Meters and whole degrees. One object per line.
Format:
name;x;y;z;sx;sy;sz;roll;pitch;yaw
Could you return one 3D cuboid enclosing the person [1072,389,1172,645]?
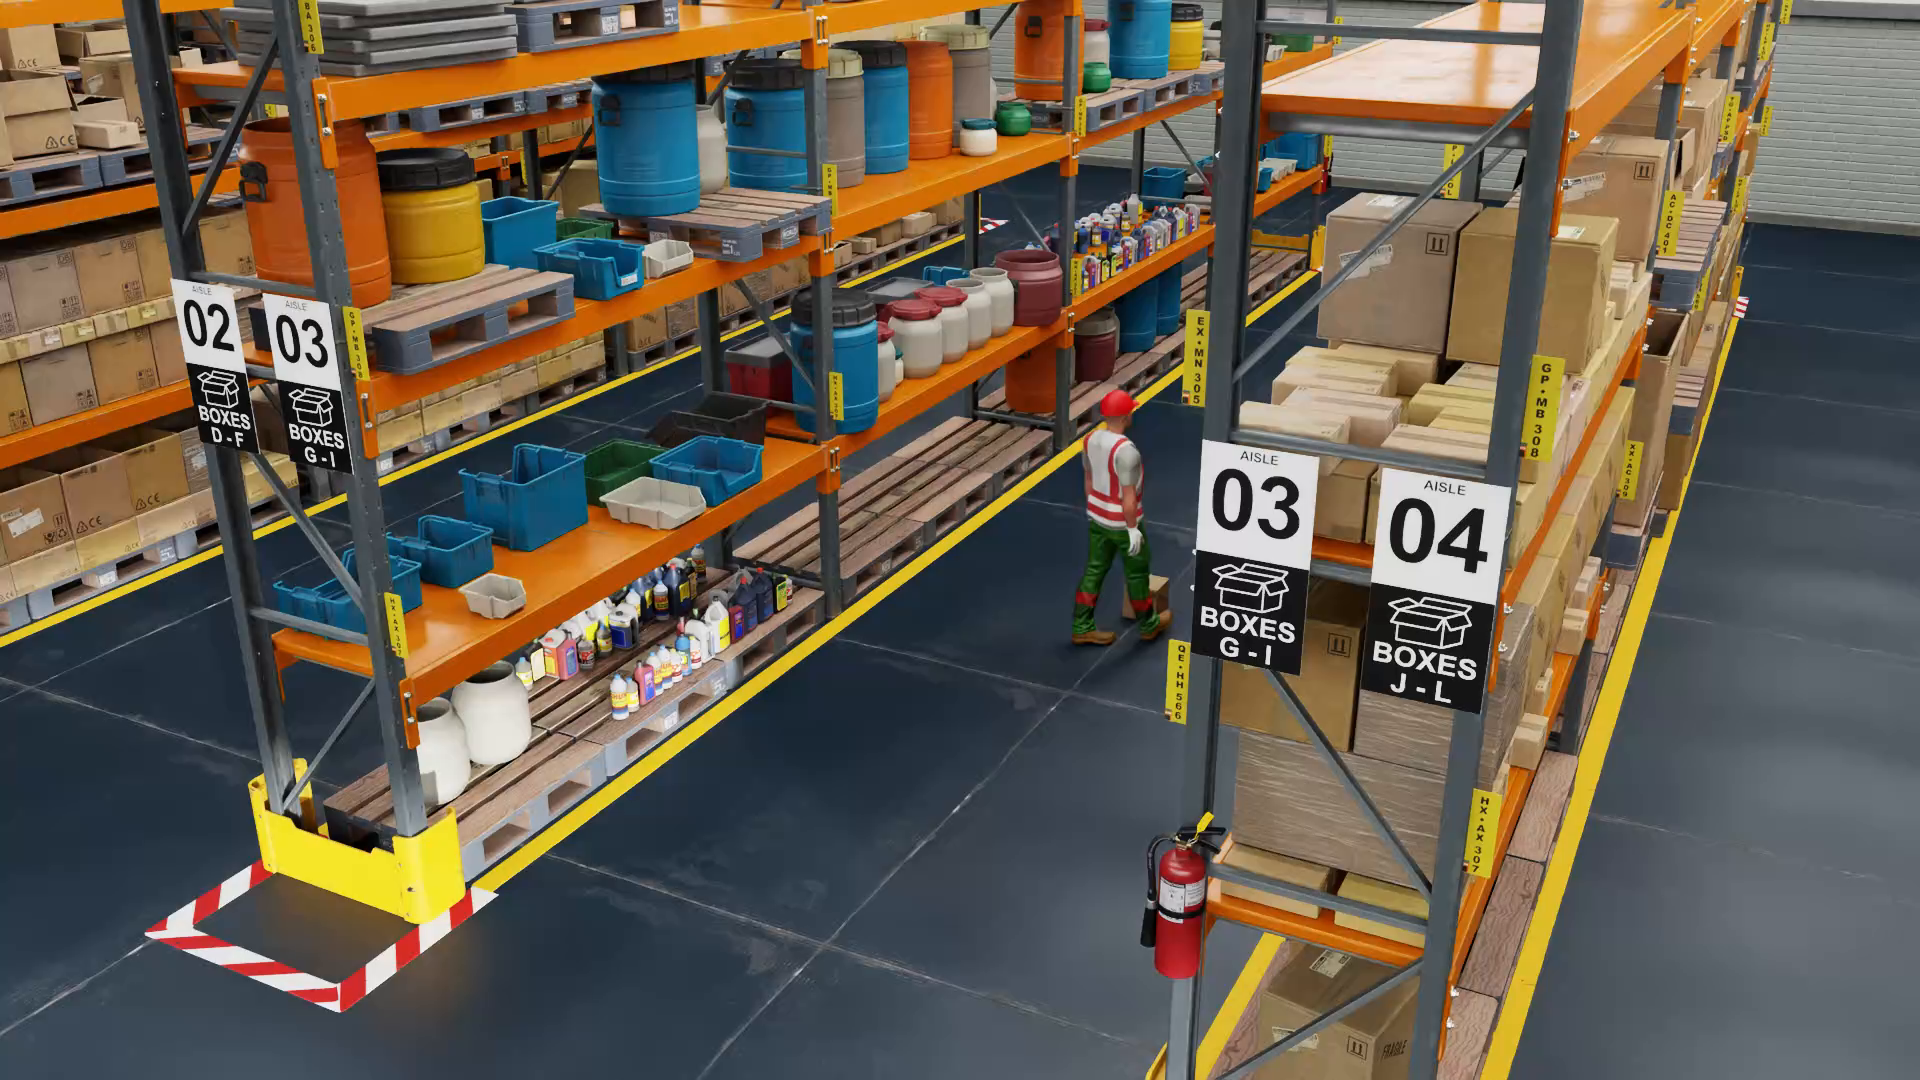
person;1.125;-0.155;11.093;0.727;1.781;0.565;-14;27;-31
